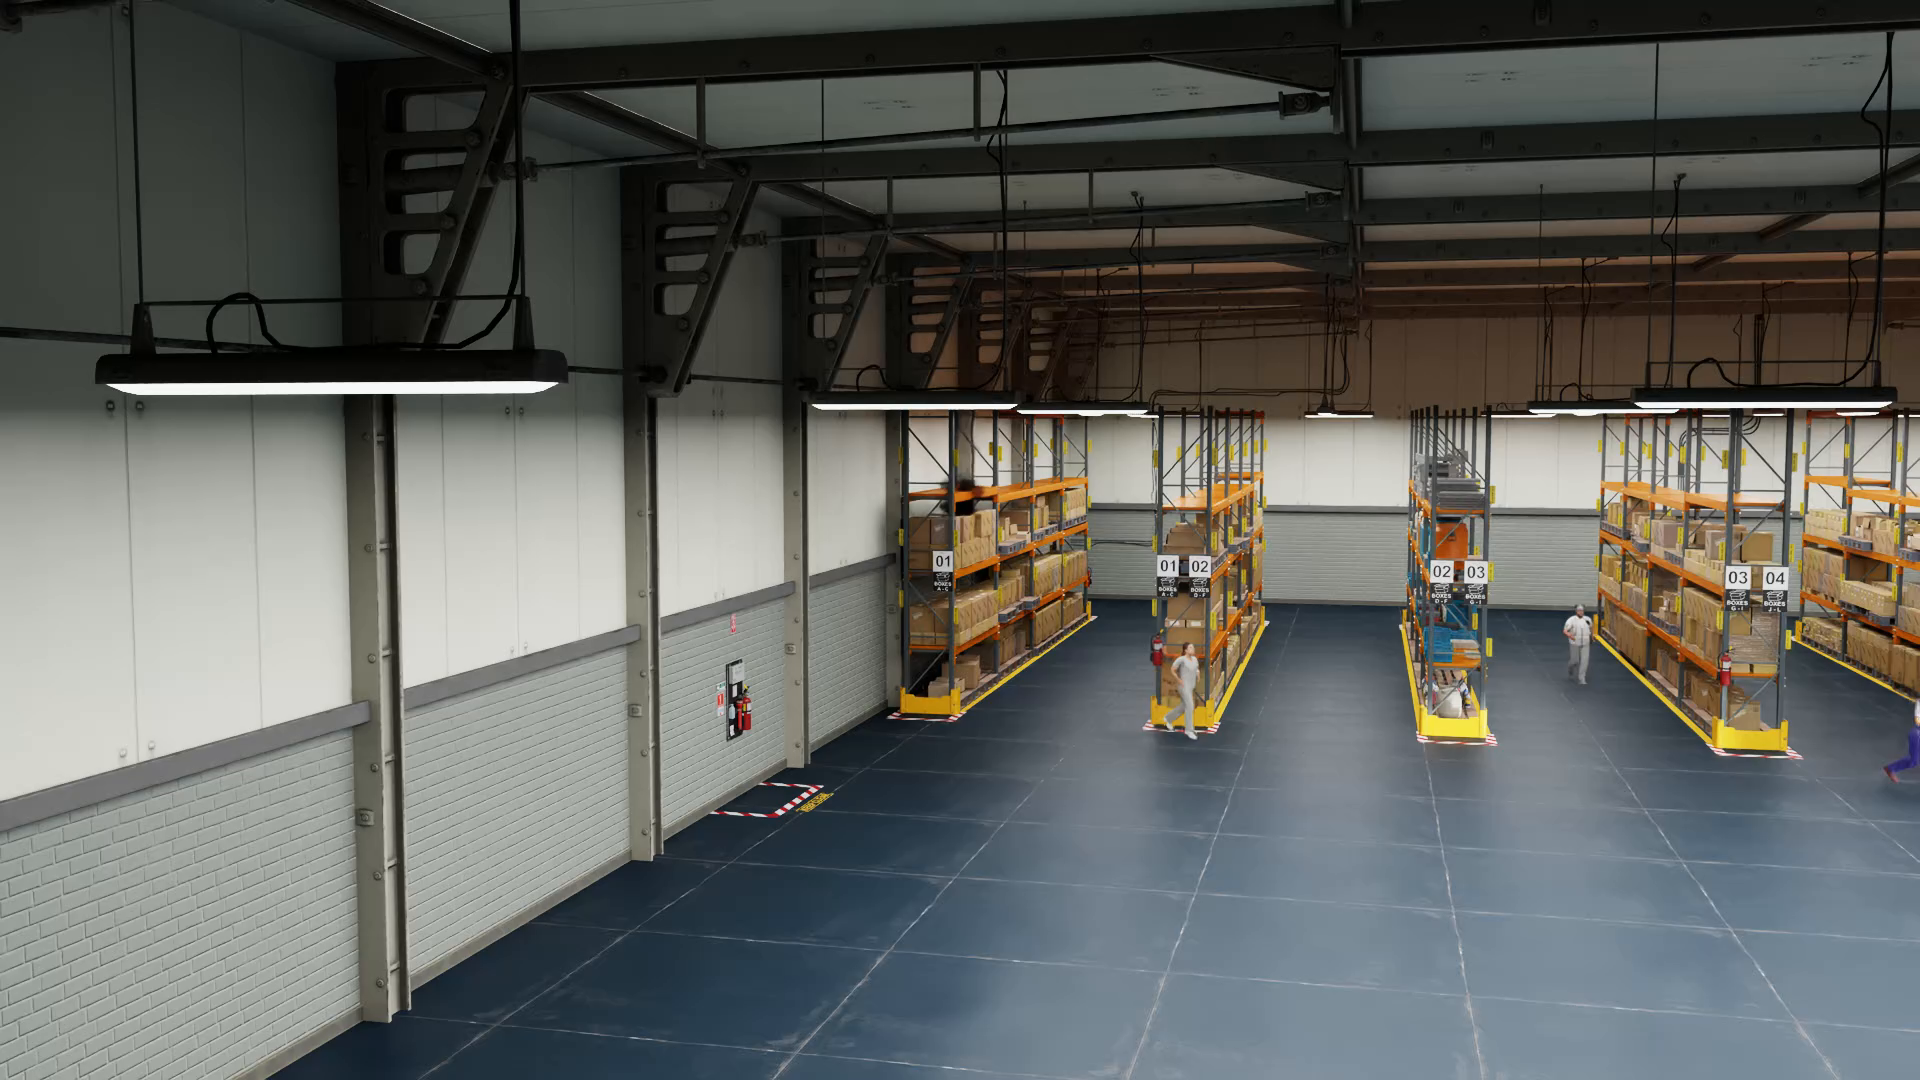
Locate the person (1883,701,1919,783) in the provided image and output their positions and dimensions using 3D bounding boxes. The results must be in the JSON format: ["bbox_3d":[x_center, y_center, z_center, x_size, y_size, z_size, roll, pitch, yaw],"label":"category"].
[{"bbox_3d":[14.852,3.157,25.714,0.967,1.474,0.593,4,6,45],"label":"person"}]

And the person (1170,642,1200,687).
[{"bbox_3d":[4.083,2.207,29.622,0.576,0.801,0.441,-4,6,-43],"label":"person"}]

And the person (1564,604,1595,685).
[{"bbox_3d":[13.528,2.252,36.272,0.678,1.748,0.917,0,4,6],"label":"person"}]
